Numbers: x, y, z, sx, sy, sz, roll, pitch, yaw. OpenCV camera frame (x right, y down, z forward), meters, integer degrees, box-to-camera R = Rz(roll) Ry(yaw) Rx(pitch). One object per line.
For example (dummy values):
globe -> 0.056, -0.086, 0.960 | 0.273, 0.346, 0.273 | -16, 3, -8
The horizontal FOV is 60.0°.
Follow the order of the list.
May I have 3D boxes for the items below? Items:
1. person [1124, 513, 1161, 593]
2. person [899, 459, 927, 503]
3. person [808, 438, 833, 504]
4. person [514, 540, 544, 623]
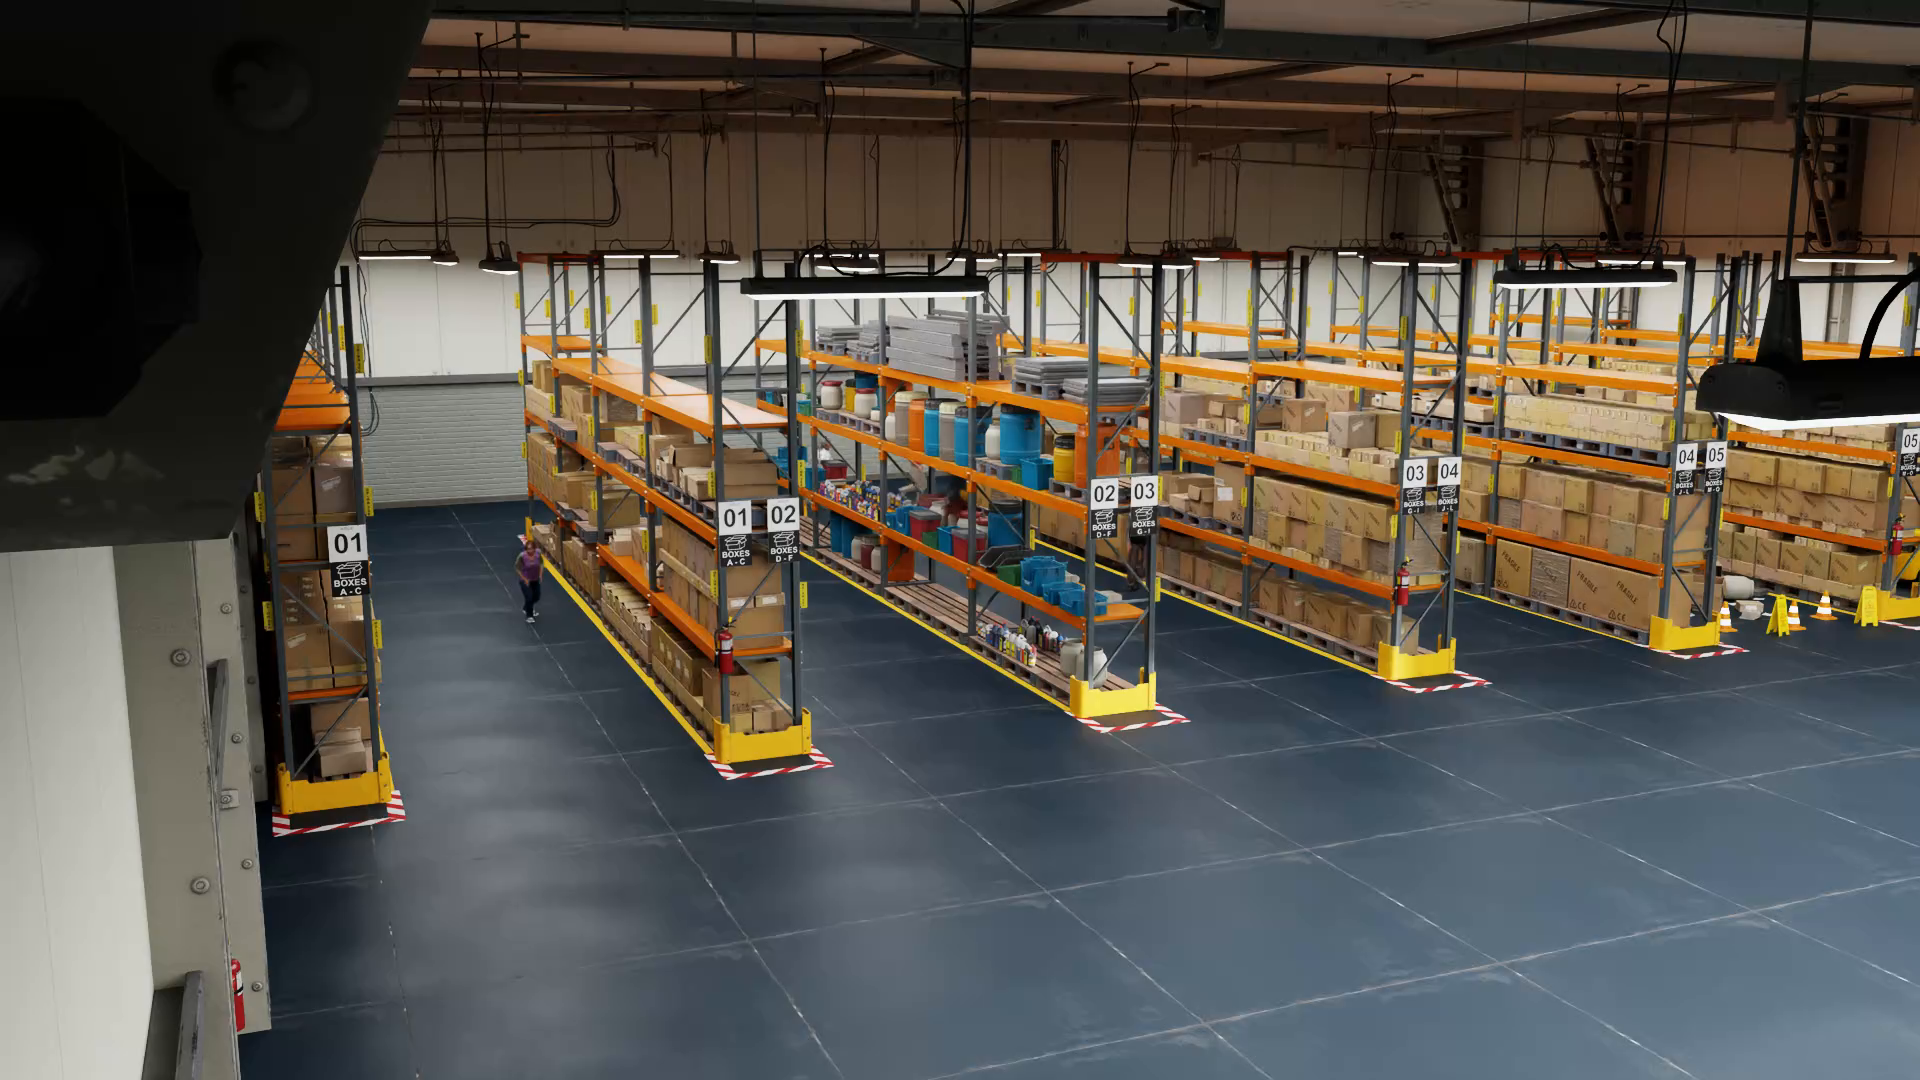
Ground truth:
person -> 3.104, 0.060, 28.250 | 0.593, 1.699, 0.463 | 1, 10, 5
person -> -1.085, -1.676, 39.529 | 0.710, 1.683, 0.670 | 0, 10, 0
person -> -3.195, -1.541, 38.861 | 0.849, 1.661, 0.636 | -4, 11, -21
person -> -7.105, 0.659, 27.429 | 0.556, 1.445, 0.813 | -9, 14, -40
